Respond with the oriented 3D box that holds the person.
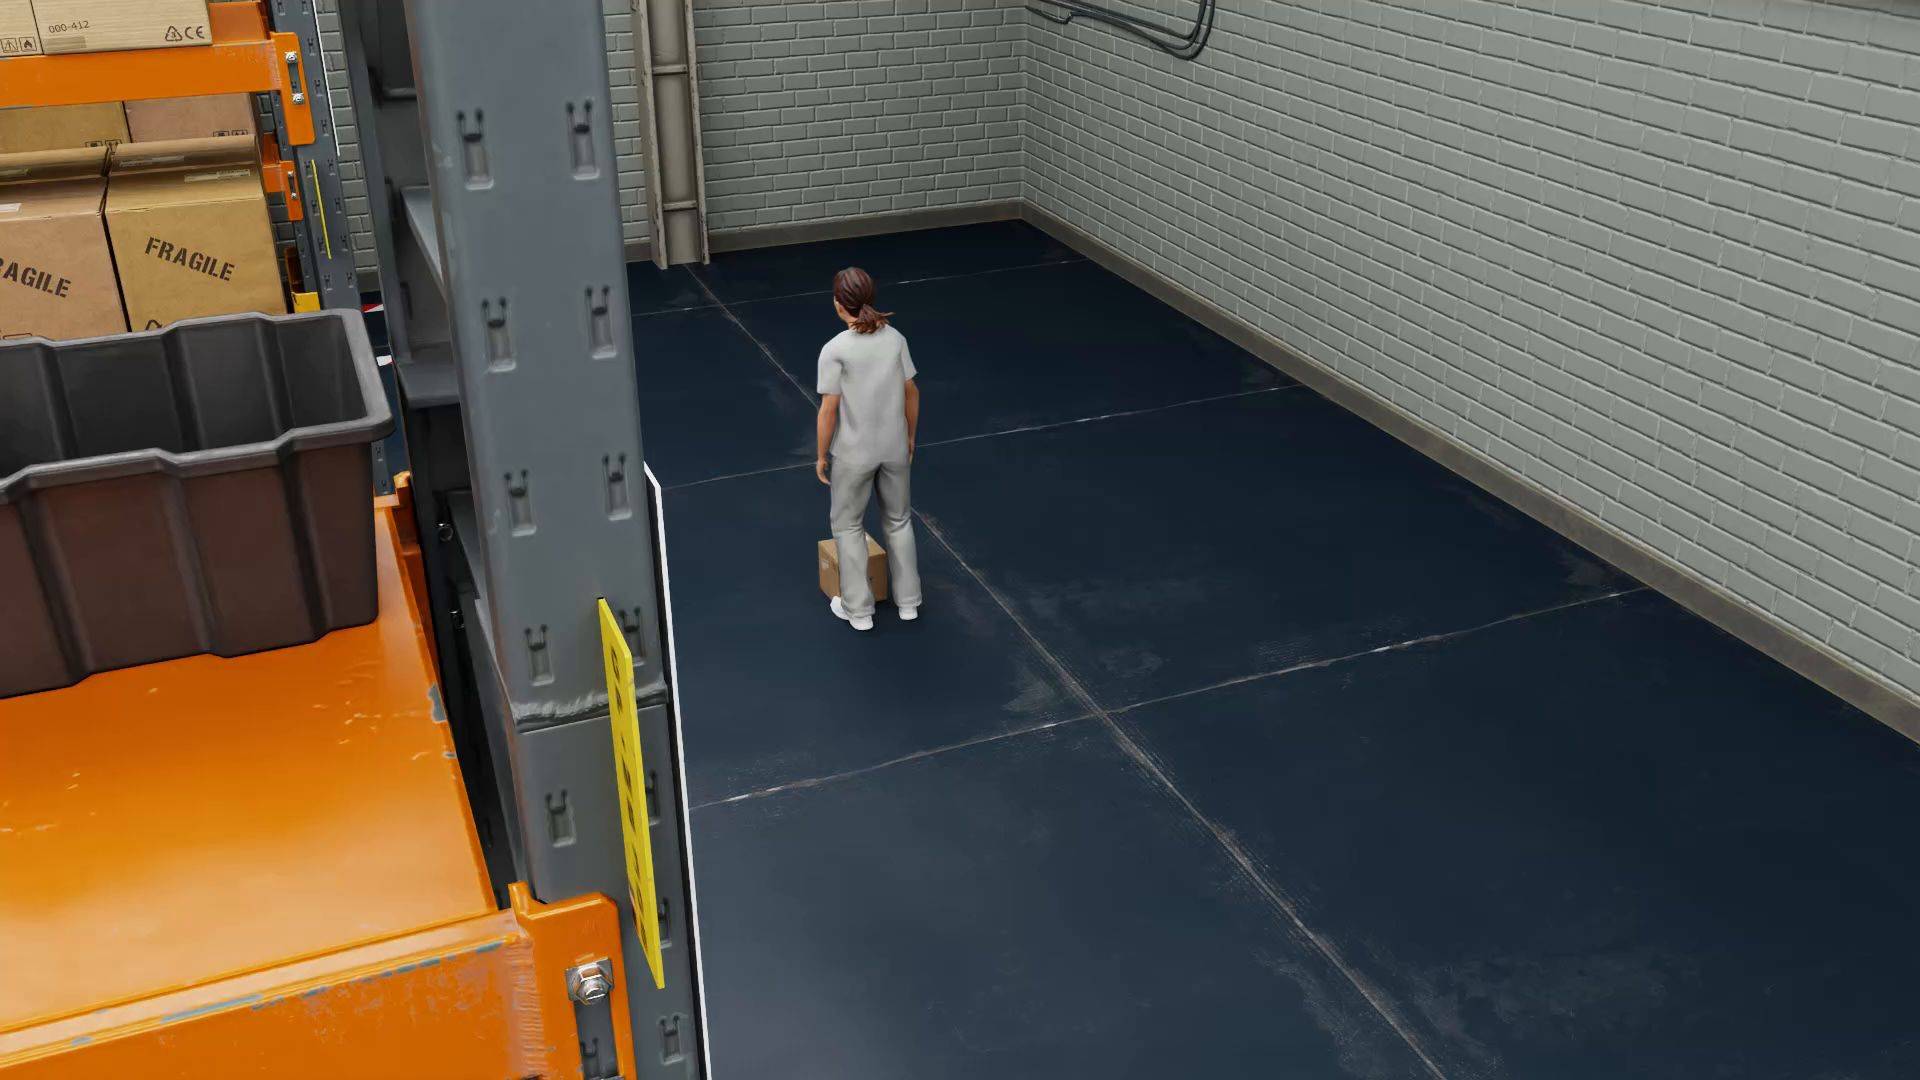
[{"bbox_3d":[-0.406,-0.395,7.424,0.513,1.671,0.363,-12,29,-24],"label":"person"}]
